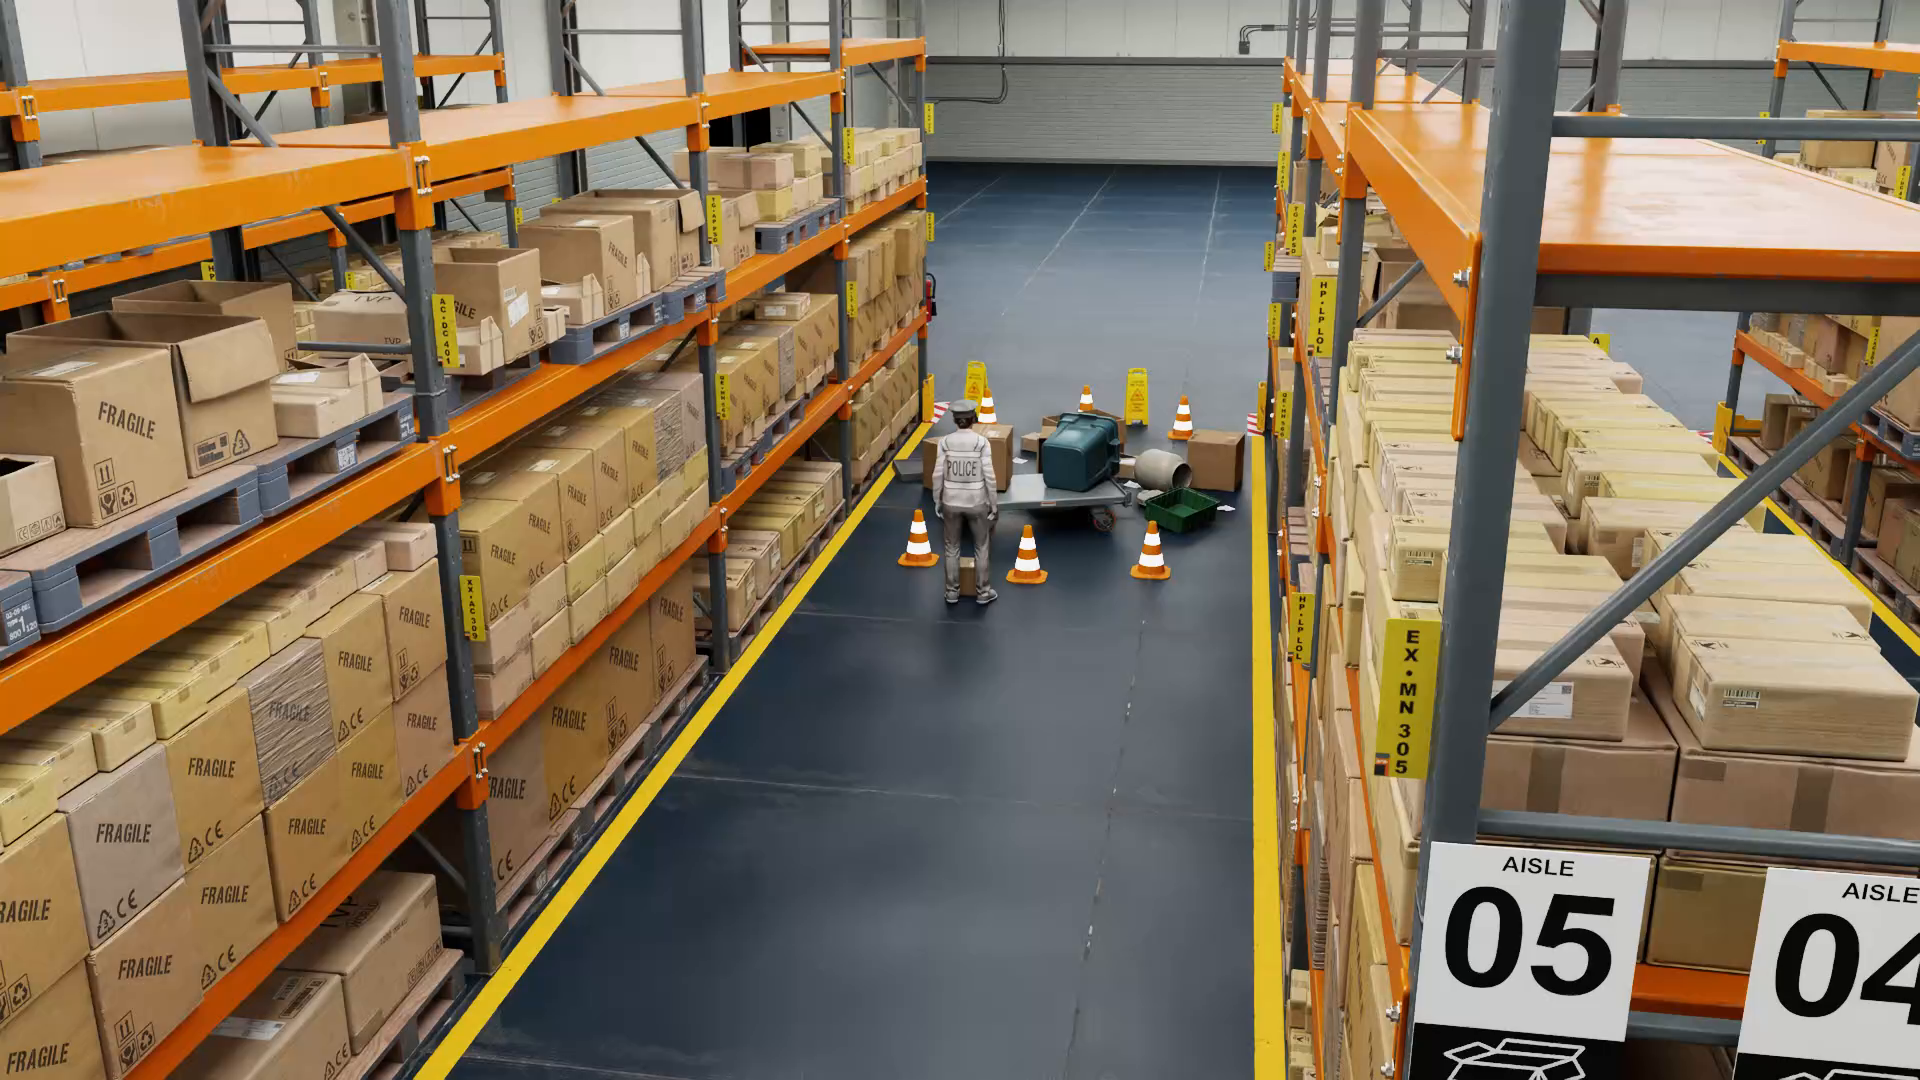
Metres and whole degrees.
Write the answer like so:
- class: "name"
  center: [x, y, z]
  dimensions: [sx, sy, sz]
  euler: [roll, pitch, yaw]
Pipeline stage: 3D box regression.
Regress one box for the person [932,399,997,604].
- class: "person"
  center: [0.042, -0.292, 13.449]
  dimensions: [0.527, 1.662, 0.376]
  euler: [3, 18, 9]
